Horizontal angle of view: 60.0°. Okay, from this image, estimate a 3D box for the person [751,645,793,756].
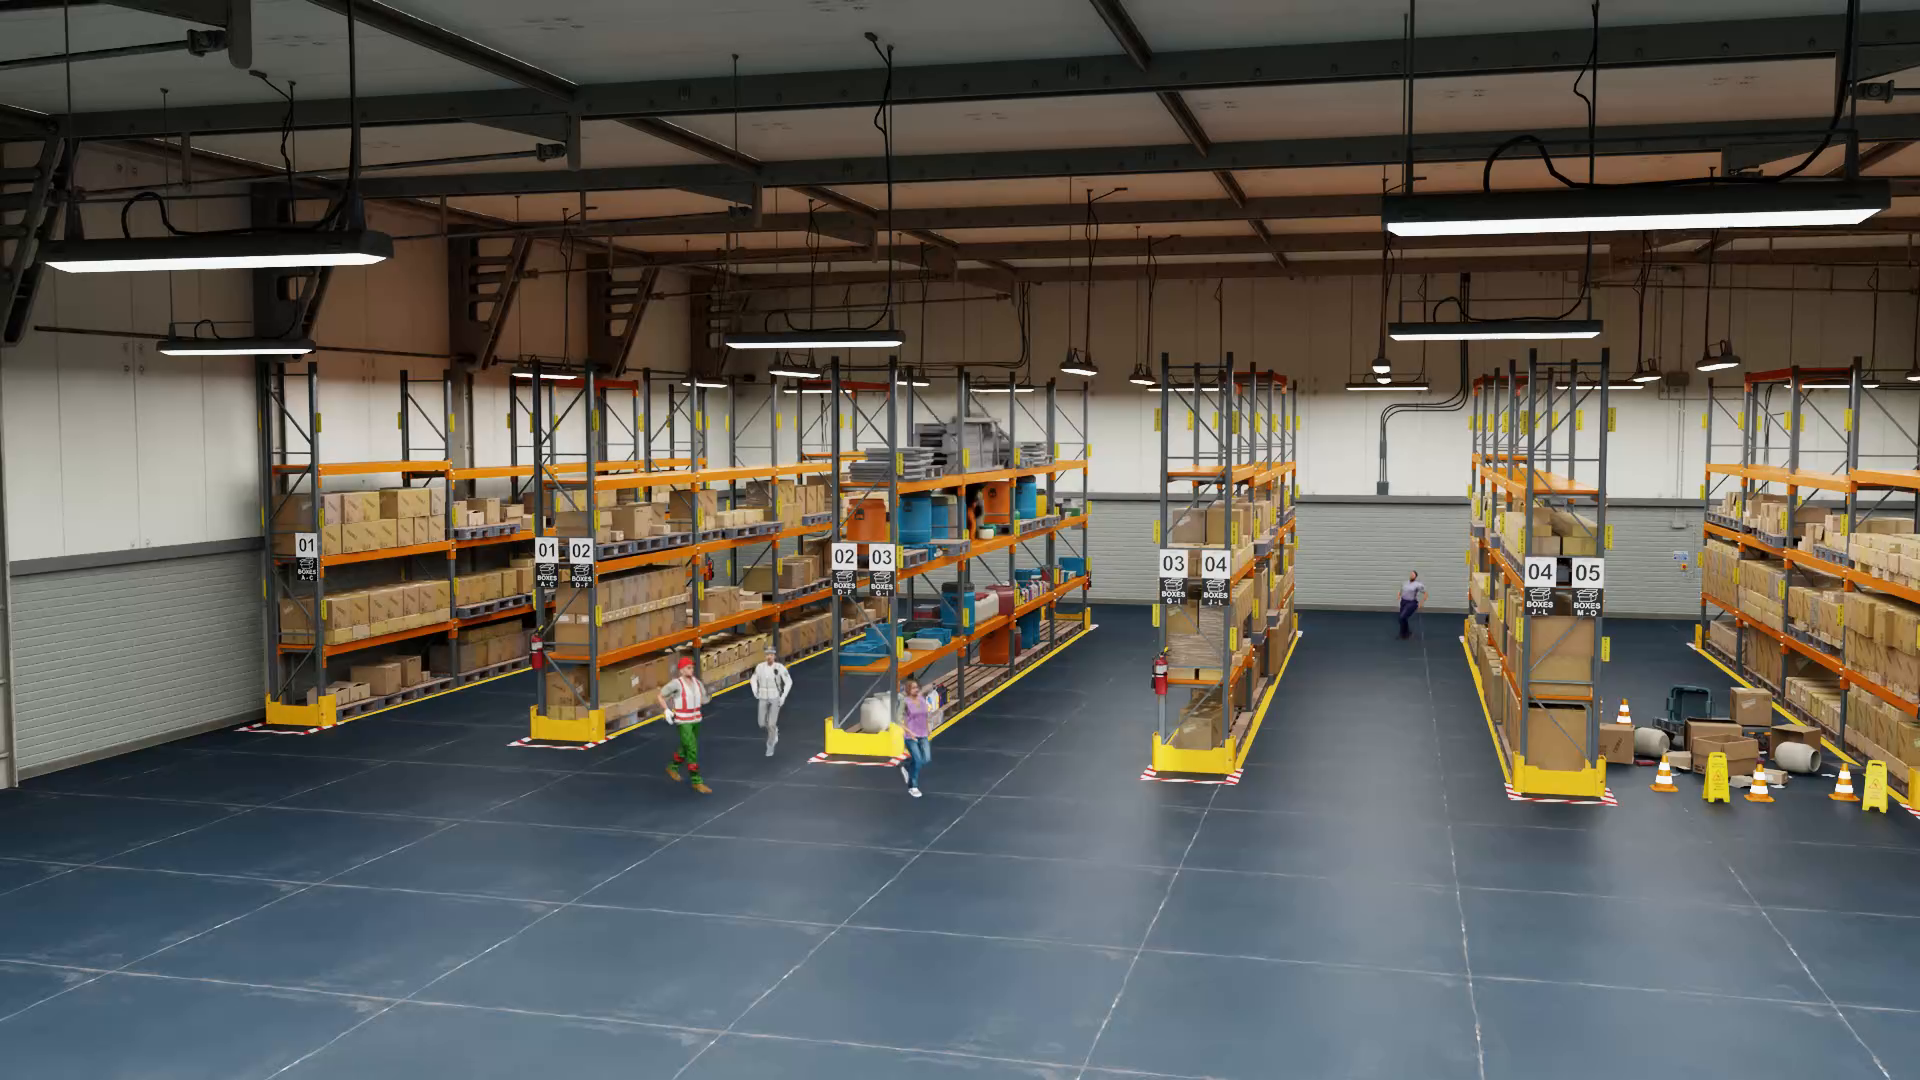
[{"bbox_3d":[-2.887,2.412,25.240,0.633,1.668,0.509,1,4,11],"label":"person"}]

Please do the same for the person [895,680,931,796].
[{"bbox_3d":[-0.629,2.656,22.416,0.541,1.565,0.496,-3,5,-38],"label":"person"}]

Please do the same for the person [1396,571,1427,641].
[{"bbox_3d":[10.321,1.530,38.278,0.620,1.655,0.652,-3,5,-33],"label":"person"}]

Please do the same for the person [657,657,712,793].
[{"bbox_3d":[-3.702,2.485,22.612,0.979,1.786,0.658,3,5,36],"label":"person"}]
